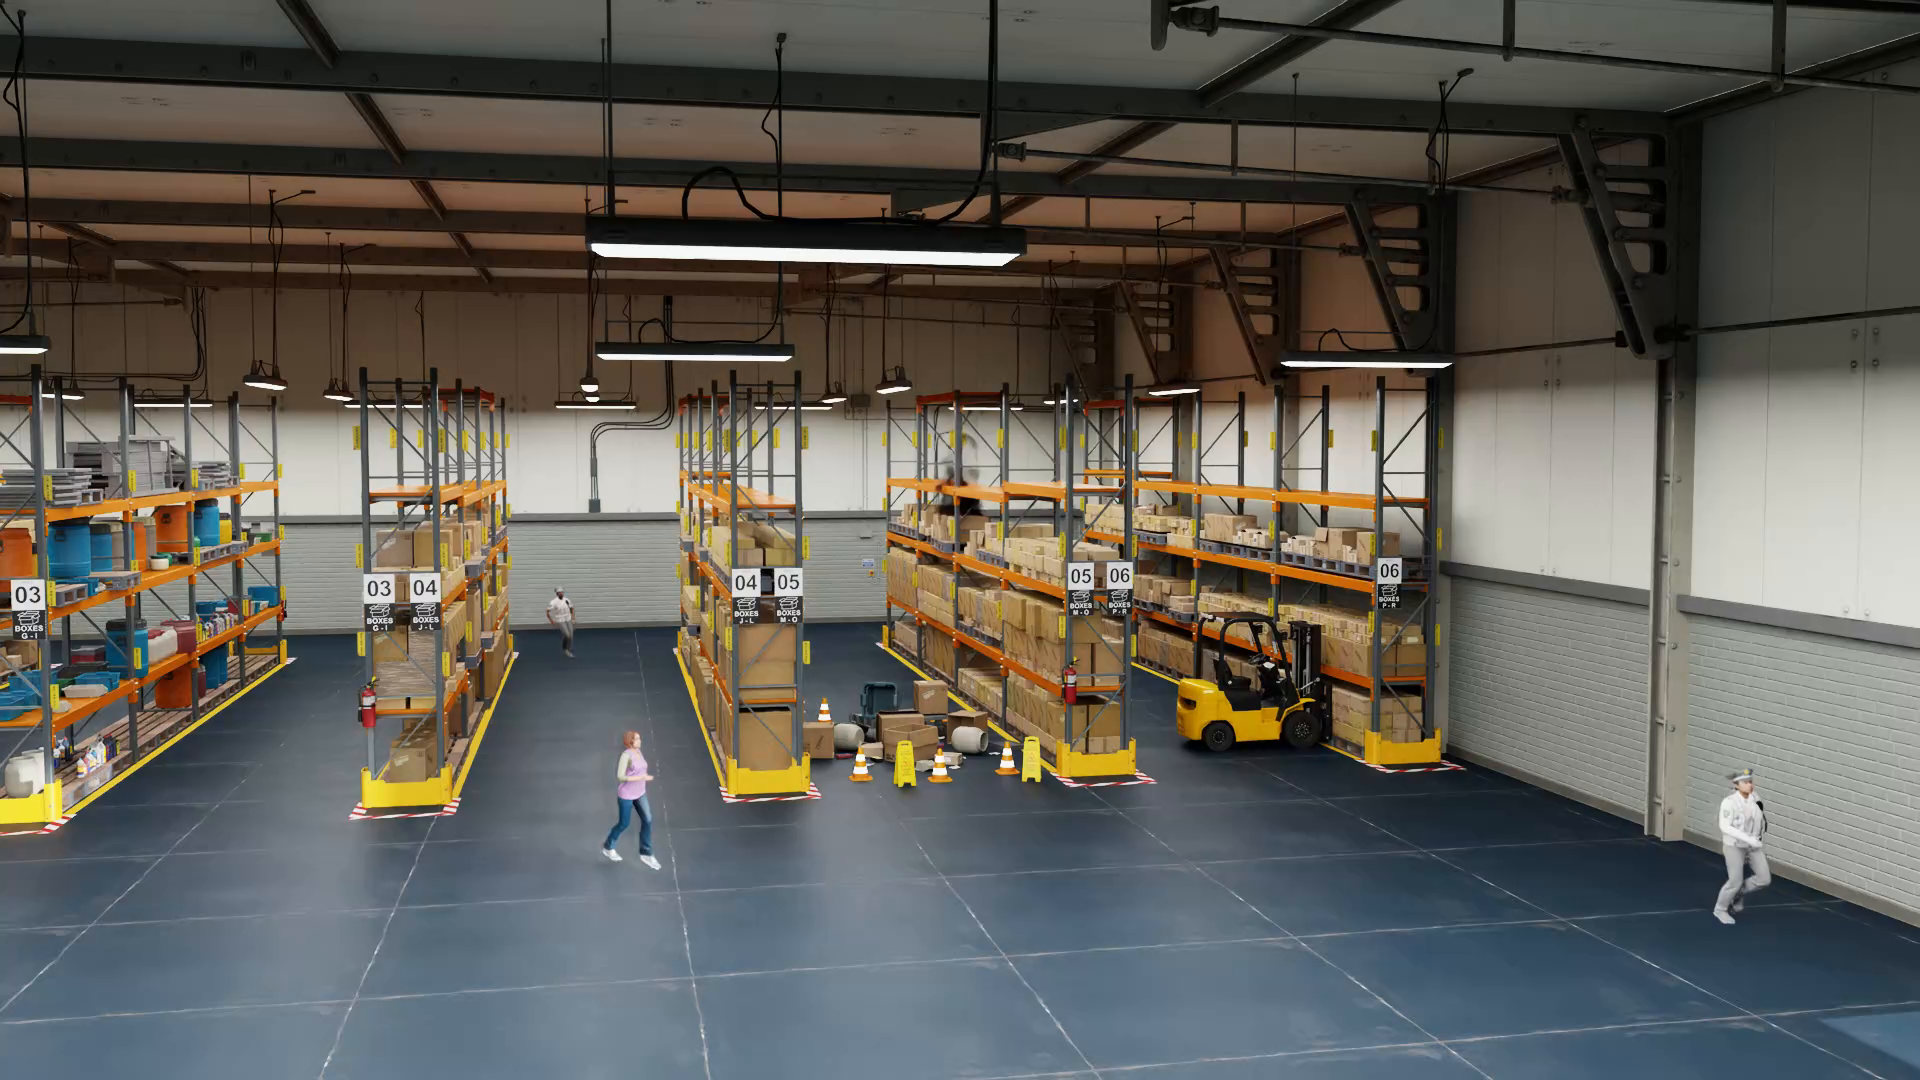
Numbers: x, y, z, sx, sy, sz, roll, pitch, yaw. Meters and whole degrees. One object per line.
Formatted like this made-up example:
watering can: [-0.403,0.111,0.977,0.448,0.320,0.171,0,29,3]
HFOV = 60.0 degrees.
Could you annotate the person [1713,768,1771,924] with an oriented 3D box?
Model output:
person: [8.095,3.158,17.127,0.639,1.658,0.679,-1,3,-13]

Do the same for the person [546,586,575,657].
person: [-9.146,1.893,38.373,0.639,1.657,0.537,-3,5,-42]

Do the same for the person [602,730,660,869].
person: [-3.883,3.032,19.497,0.751,1.636,0.532,2,4,27]
